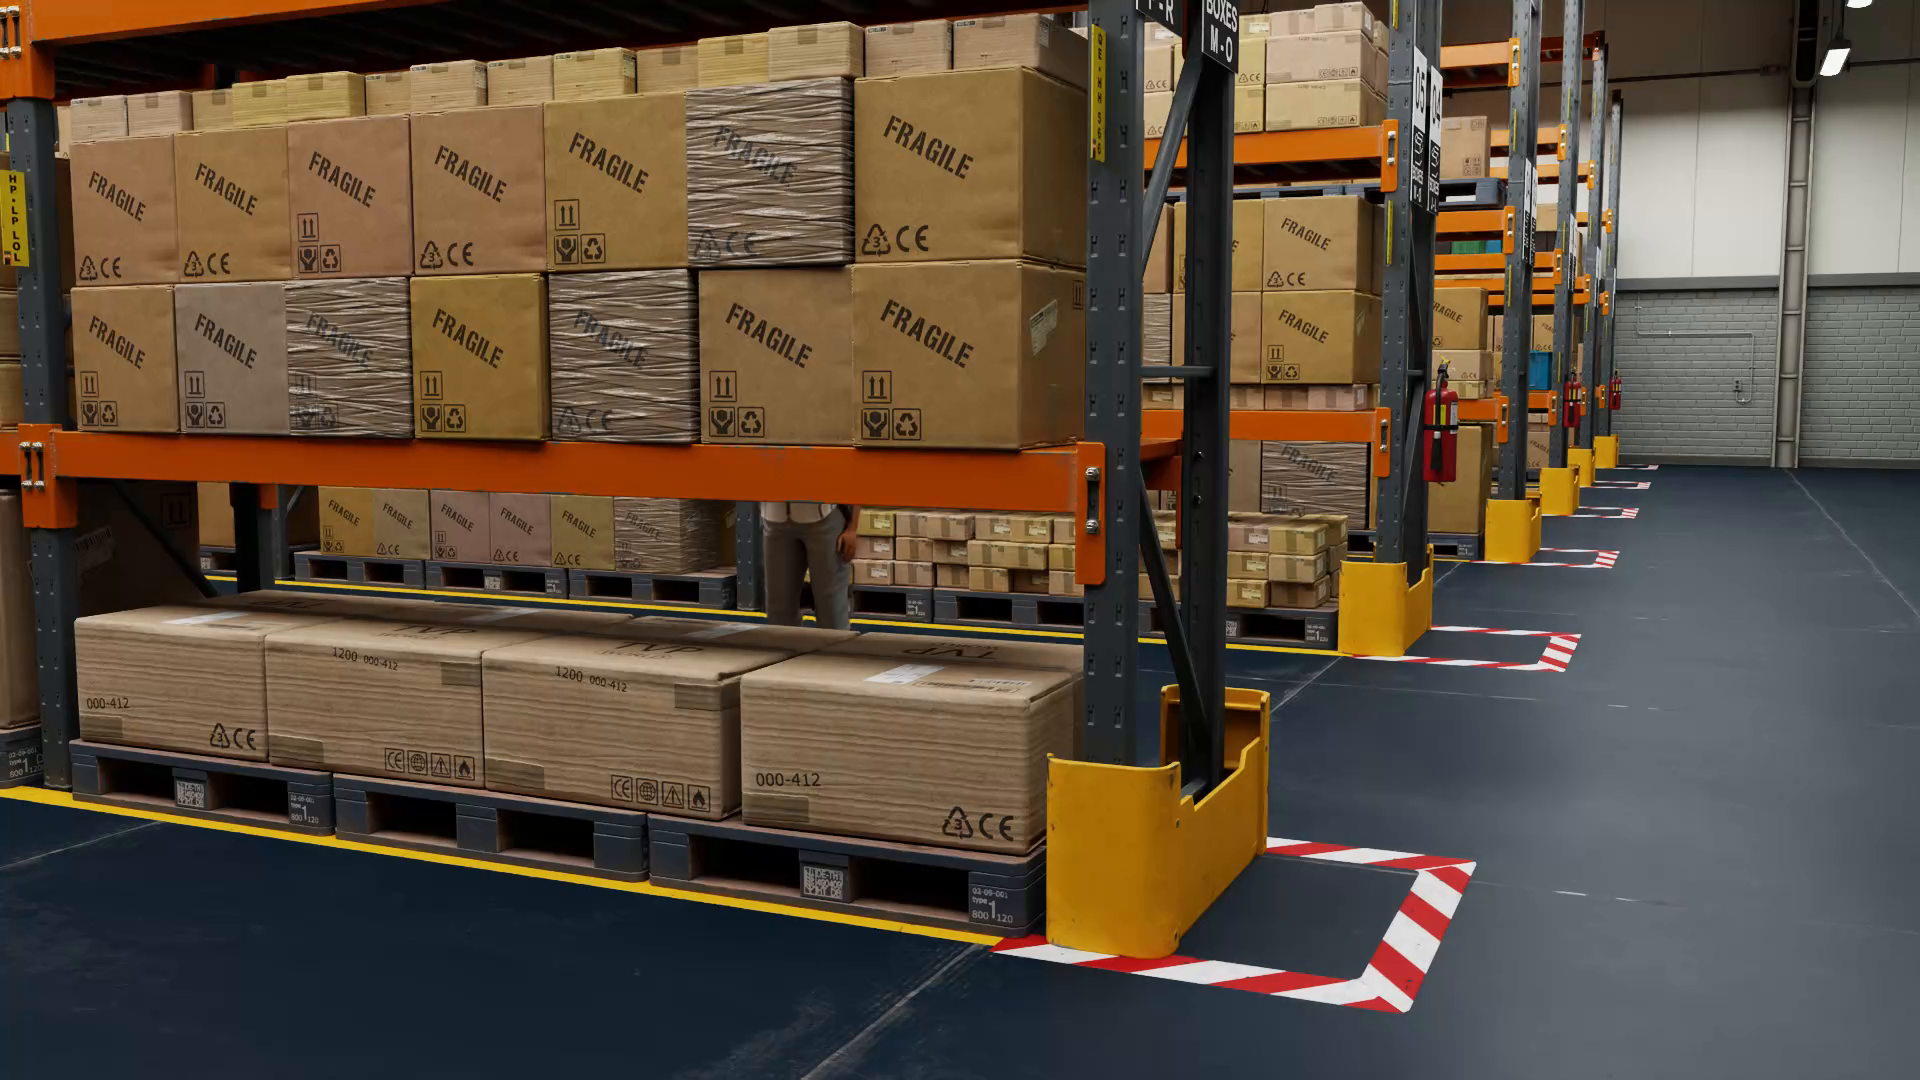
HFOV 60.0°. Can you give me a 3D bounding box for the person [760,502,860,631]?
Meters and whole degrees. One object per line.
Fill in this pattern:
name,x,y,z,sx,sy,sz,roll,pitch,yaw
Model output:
person,-0.674,-0.052,7.322,0.511,1.678,0.388,2,6,24
